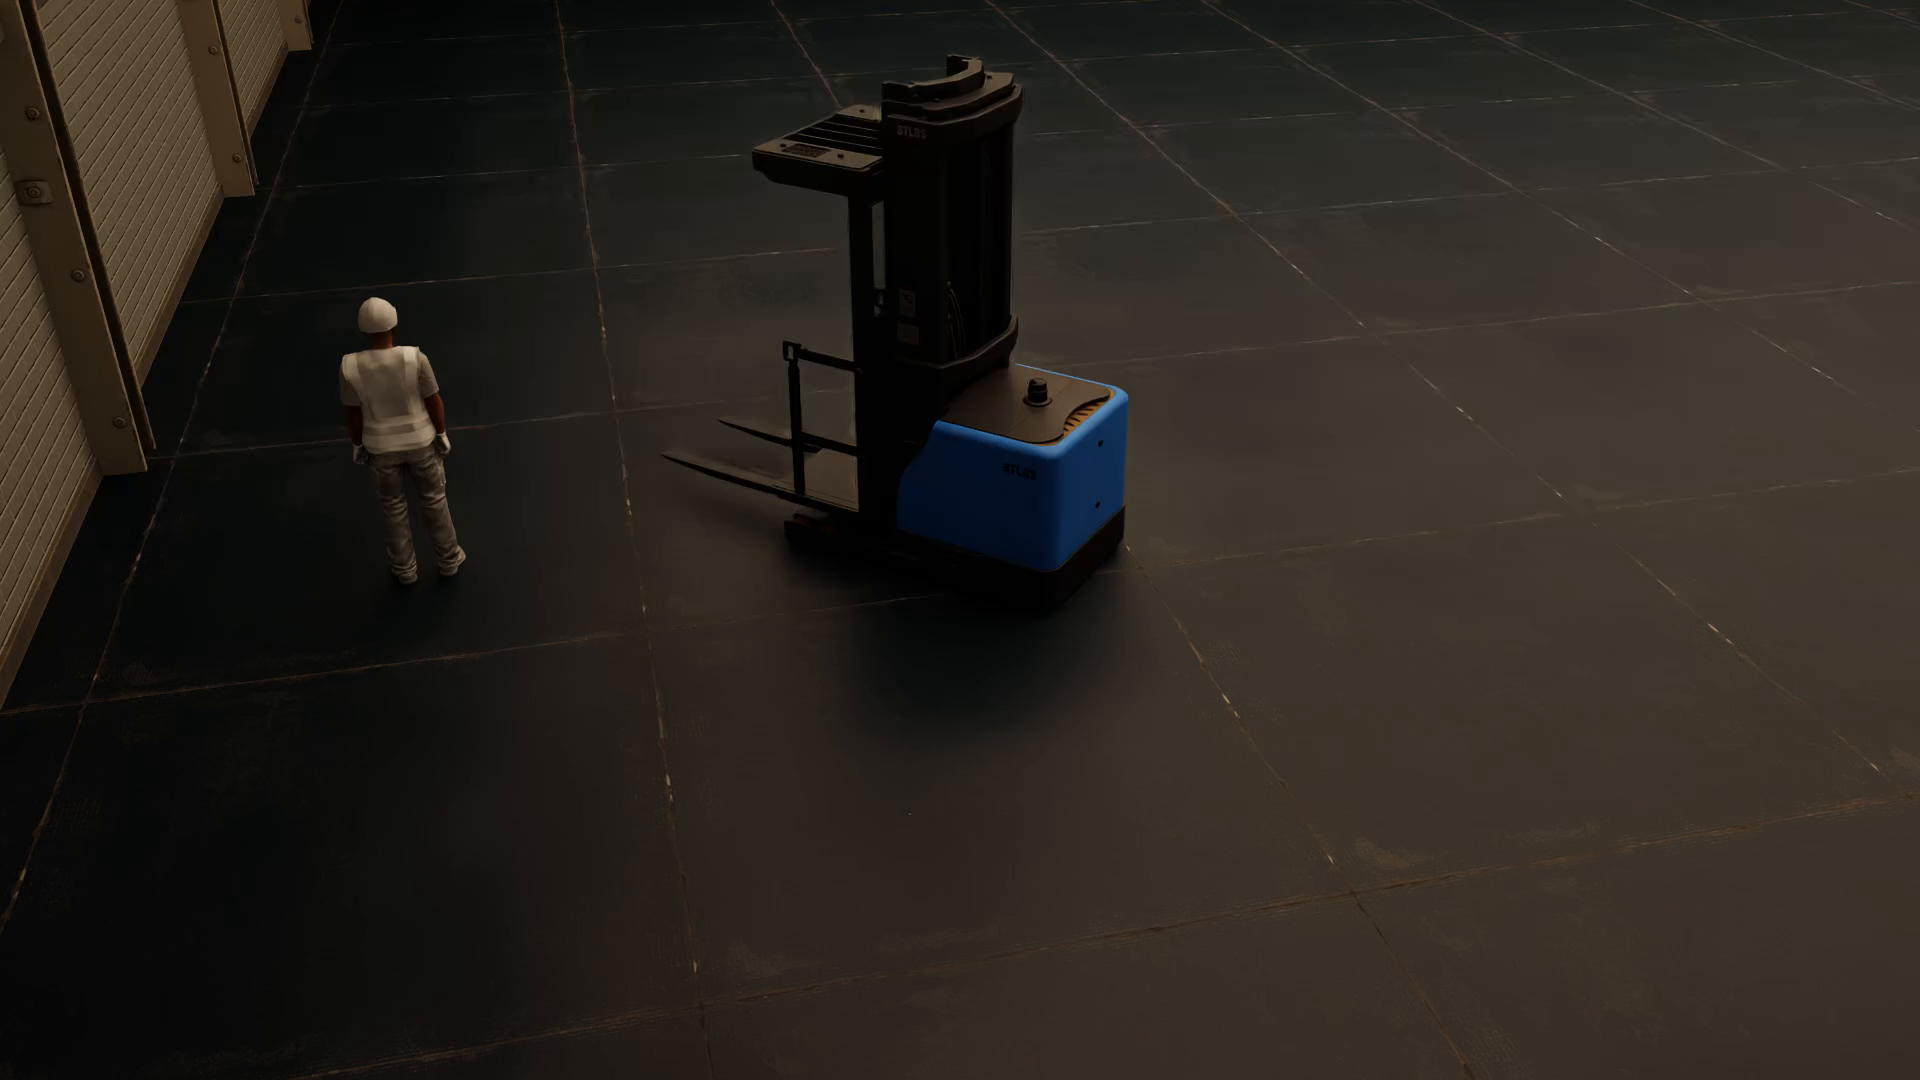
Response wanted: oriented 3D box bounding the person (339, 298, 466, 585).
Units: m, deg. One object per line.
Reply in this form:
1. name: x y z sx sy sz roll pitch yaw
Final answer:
1. person: -3.271 -0.580 9.718 0.549 1.790 0.369 -8 31 -14

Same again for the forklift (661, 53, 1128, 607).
1. forklift: -0.513 -1.407 10.005 3.031 2.935 1.130 16 34 26
